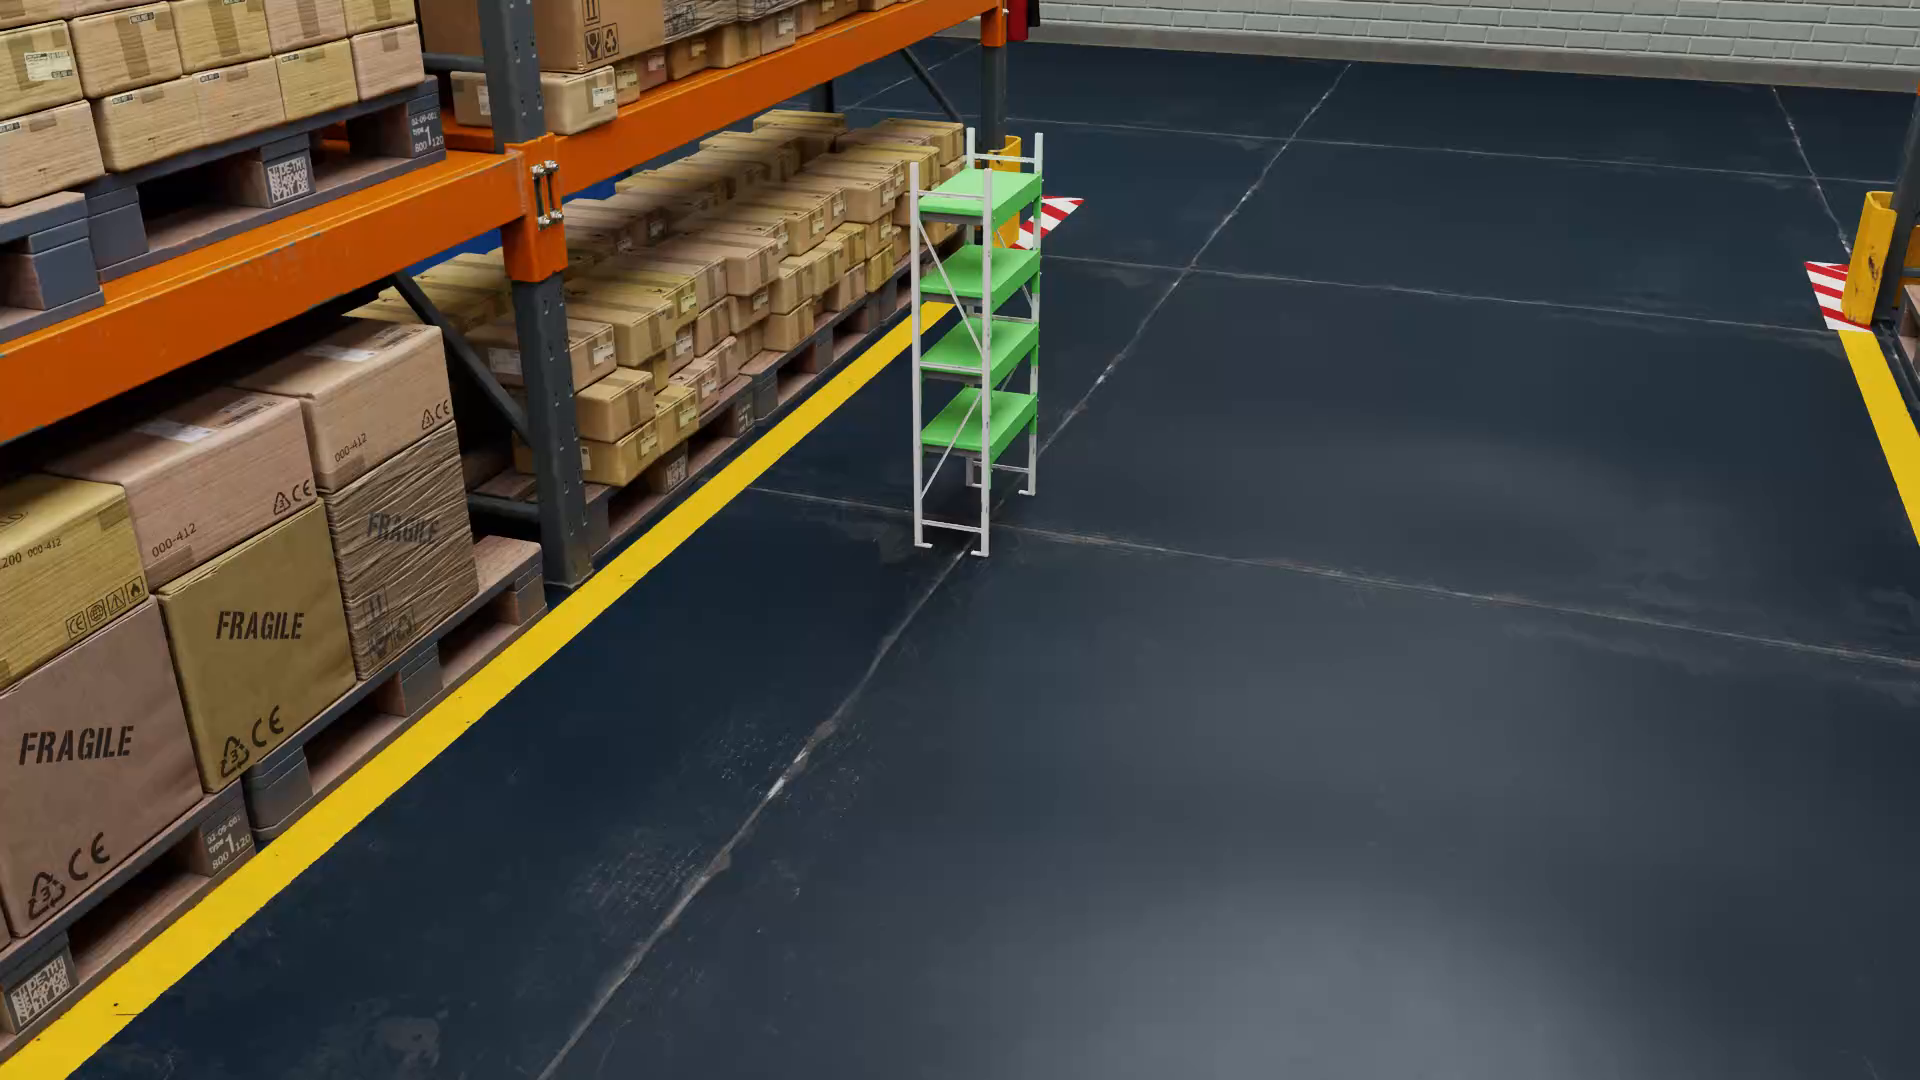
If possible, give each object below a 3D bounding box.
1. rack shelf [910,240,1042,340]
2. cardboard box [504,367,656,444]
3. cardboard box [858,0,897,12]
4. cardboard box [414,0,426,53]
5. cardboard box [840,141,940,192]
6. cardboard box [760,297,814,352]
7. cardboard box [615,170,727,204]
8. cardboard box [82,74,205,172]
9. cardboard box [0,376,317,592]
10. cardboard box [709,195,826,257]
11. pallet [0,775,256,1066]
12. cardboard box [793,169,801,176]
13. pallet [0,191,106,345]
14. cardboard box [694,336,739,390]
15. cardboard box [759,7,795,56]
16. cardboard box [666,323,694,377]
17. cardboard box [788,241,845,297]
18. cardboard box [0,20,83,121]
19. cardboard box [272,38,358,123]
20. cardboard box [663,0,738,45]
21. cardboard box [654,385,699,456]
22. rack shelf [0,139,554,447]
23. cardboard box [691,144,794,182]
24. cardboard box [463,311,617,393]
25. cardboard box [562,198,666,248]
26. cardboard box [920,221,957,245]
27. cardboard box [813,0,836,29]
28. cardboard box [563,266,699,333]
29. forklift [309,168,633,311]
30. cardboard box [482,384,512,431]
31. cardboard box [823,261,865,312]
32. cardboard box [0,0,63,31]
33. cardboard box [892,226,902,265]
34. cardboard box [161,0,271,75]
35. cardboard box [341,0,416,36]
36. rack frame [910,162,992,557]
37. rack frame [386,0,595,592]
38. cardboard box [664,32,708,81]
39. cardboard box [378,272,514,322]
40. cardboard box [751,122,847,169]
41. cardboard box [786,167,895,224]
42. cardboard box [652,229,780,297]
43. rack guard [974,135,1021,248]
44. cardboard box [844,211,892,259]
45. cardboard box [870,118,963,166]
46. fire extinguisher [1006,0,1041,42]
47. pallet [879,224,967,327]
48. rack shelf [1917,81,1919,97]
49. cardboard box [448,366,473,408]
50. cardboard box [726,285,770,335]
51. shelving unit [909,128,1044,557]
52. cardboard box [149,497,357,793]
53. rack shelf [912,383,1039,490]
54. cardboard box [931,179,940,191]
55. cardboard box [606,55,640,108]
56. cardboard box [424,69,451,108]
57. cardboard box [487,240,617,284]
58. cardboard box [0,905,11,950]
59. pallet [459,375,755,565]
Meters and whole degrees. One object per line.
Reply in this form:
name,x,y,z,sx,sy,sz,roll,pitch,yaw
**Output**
rack shelf,0.055,-0.767,5.052,0.258,0.148,0.480,9,27,17
cardboard box,-1.175,-0.436,5.156,0.380,0.149,0.250,10,28,20
cardboard box,-0.474,-2.235,6.712,0.380,0.149,0.250,8,27,15
cardboard box,-1.703,-1.712,4.888,0.500,0.500,0.500,9,27,18
cardboard box,-0.308,-1.637,7.295,0.380,0.149,0.250,8,27,16
cardboard box,-0.780,-0.841,6.335,0.380,0.149,0.250,8,27,16
cardboard box,-1.180,-1.401,6.808,0.380,0.149,0.250,9,27,18
cardboard box,-1.797,-0.865,3.402,0.380,0.149,0.250,7,27,15
cardboard box,-1.791,-0.143,3.629,0.500,0.250,0.500,10,28,20
cardboard box,-0.743,-1.217,6.428,0.380,0.149,0.250,9,27,18
pallet,-2.260,0.785,3.387,1.003,0.211,1.213,9,27,17
cardboard box,-0.825,-1.581,7.522,0.380,0.149,0.250,9,27,18
pallet,-2.308,-0.383,2.818,1.003,0.211,1.213,9,27,17
cardboard box,-1.014,-0.633,5.905,0.380,0.149,0.250,8,27,16
cardboard box,-0.802,-1.797,5.809,0.380,0.149,0.250,10,28,20
cardboard box,-1.128,-0.658,5.615,0.380,0.149,0.250,9,27,17
cardboard box,-0.673,-1.070,6.467,0.380,0.149,0.250,9,27,18
cardboard box,-1.890,-0.881,3.093,0.380,0.149,0.250,7,27,15
cardboard box,-1.629,-1.071,3.825,0.380,0.149,0.250,9,27,18
cardboard box,-1.037,-1.844,5.160,0.500,0.500,0.500,9,27,17
cardboard box,-1.085,-0.412,5.448,0.380,0.149,0.250,10,27,19
rack shelf,-2.263,-0.148,2.938,1.077,0.370,4.000,9,27,17
cardboard box,-0.949,-1.615,7.251,0.380,0.149,0.250,7,27,15
cardboard box,-1.288,-0.579,5.110,0.380,0.149,0.250,10,28,20
cardboard box,-1.360,-1.198,6.388,0.380,0.149,0.250,8,27,16
cardboard box,-0.235,-1.476,7.646,0.380,0.149,0.250,10,27,19
cardboard box,-0.693,-2.021,6.271,0.380,0.149,0.250,9,27,18
cardboard box,-1.102,-0.794,5.555,0.380,0.149,0.250,8,27,17
forklift,-2.914,-2.182,6.394,3.031,2.935,1.130,-14,29,-27
cardboard box,-1.623,-0.504,5.639,0.380,0.149,0.250,10,27,19
cardboard box,-0.610,-1.053,6.773,0.380,0.149,0.250,9,27,18
cardboard box,-1.896,-1.019,3.036,0.380,0.149,0.250,8,27,16
cardboard box,-0.474,-1.277,7.234,0.380,0.149,0.250,9,27,18
cardboard box,-1.716,-1.101,3.547,0.380,0.149,0.250,10,28,20
cardboard box,-1.544,-1.311,3.981,0.380,0.149,0.250,10,27,19
rack frame,-0.026,-0.508,4.922,0.240,1.200,0.015,9,27,17
rack frame,-1.598,-1.293,4.479,1.000,3.000,0.127,9,27,17
cardboard box,-1.044,-1.594,5.389,0.380,0.149,0.250,8,27,15
cardboard box,-1.677,-0.762,5.488,0.380,0.149,0.250,9,27,18
cardboard box,-0.739,-1.814,7.661,0.380,0.149,0.250,9,27,18
cardboard box,-0.491,-1.421,6.850,0.380,0.149,0.250,10,28,19
cardboard box,-0.875,-0.997,5.975,0.380,0.149,0.250,9,27,19
rack guard,-0.292,-1.781,8.354,1.175,0.500,0.348,9,27,17
cardboard box,-0.504,-1.290,6.921,0.380,0.149,0.250,9,27,18
cardboard box,-0.204,-1.857,7.749,0.380,0.149,0.250,9,27,18
fire extinguisher,0.253,-2.771,8.048,0.296,0.674,0.183,9,27,17
pallet,-0.595,-1.322,7.738,1.003,0.211,1.213,9,27,17
rack shelf,3.770,-1.115,4.937,1.077,0.370,4.000,9,27,17
cardboard box,-1.792,-0.509,5.307,0.380,0.149,0.250,9,27,18
cardboard box,-0.922,-0.878,6.070,0.380,0.149,0.250,10,28,20
shelving unit,0.055,-0.608,5.129,0.258,1.200,0.503,9,27,17
cardboard box,-1.777,0.194,3.793,0.500,0.500,0.500,8,27,16
rack shelf,0.055,-0.335,5.261,0.258,0.148,0.480,9,27,17
cardboard box,-0.311,-1.619,7.600,0.380,0.149,0.250,8,27,16
cardboard box,-1.179,-1.366,4.918,0.380,0.149,0.250,10,27,19
cardboard box,-1.723,-1.332,4.847,0.380,0.149,0.250,8,27,17
cardboard box,-1.441,-0.960,5.898,0.380,0.149,0.250,10,27,19
cardboard box,-2.122,0.614,2.926,0.500,0.500,0.500,8,27,16
pallet,-1.407,-0.319,5.668,1.003,0.211,1.213,9,27,17
